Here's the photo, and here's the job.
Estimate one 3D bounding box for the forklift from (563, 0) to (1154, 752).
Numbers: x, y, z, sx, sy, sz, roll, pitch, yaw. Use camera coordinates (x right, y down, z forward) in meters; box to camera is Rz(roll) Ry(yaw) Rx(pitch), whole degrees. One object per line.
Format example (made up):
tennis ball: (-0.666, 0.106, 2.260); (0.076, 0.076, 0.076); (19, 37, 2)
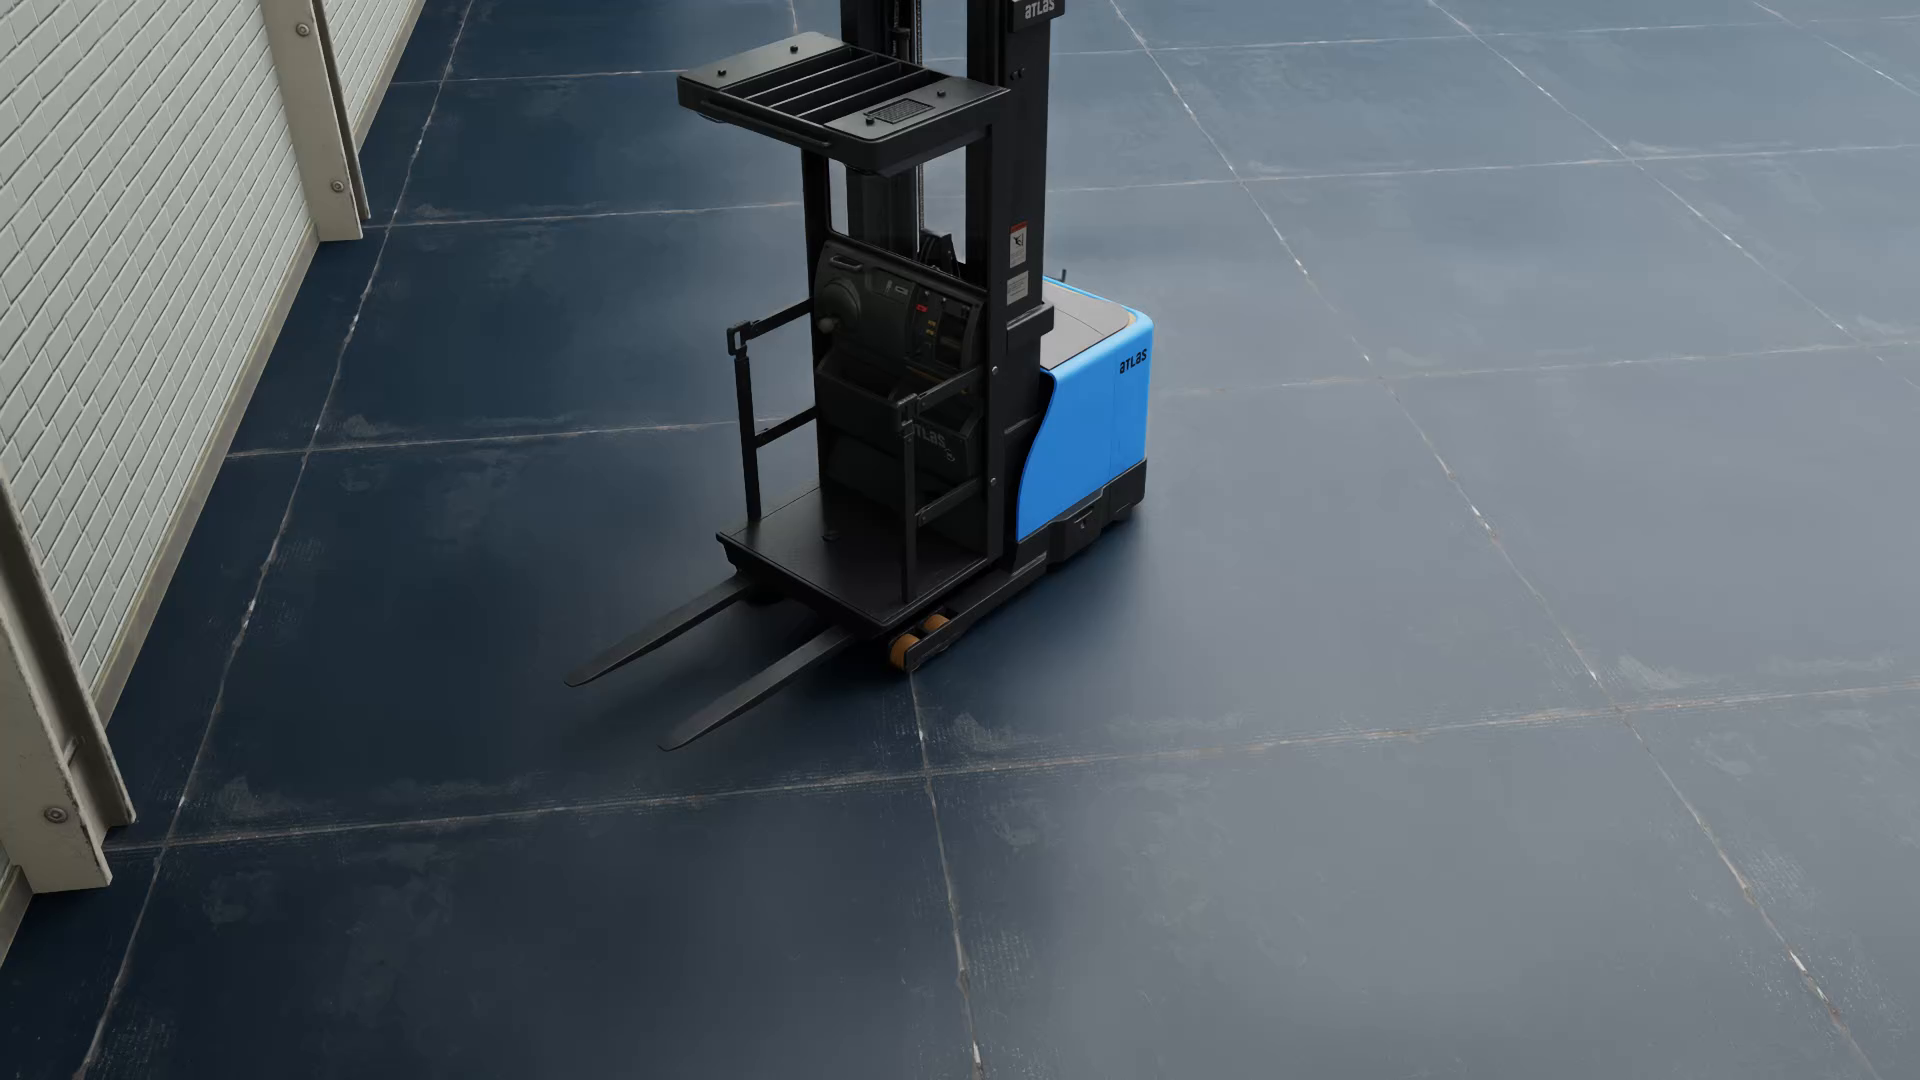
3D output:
forklift: (-0.415, -0.948, 7.038); (1.130, 2.935, 3.031); (27, 42, 33)

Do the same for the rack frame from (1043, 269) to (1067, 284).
rack frame: (0.415, -1.055, 9.012); (0.240, 0.900, 0.006); (19, 27, 25)

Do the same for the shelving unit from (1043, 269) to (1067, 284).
shelving unit: (0.364, -1.023, 8.930); (0.258, 0.900, 0.210); (19, 27, 25)

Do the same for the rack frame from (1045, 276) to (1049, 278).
rack frame: (0.313, -0.990, 8.848); (0.240, 0.900, 0.006); (19, 27, 25)

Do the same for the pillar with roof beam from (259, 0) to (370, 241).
pillar with roof beam: (0.044, -6.176, 9.322); (9.100, 9.000, 0.400); (-4, 35, -6)

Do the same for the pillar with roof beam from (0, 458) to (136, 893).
pillar with roof beam: (0.851, -2.828, 4.409); (9.100, 9.000, 0.400); (-4, 35, -6)
